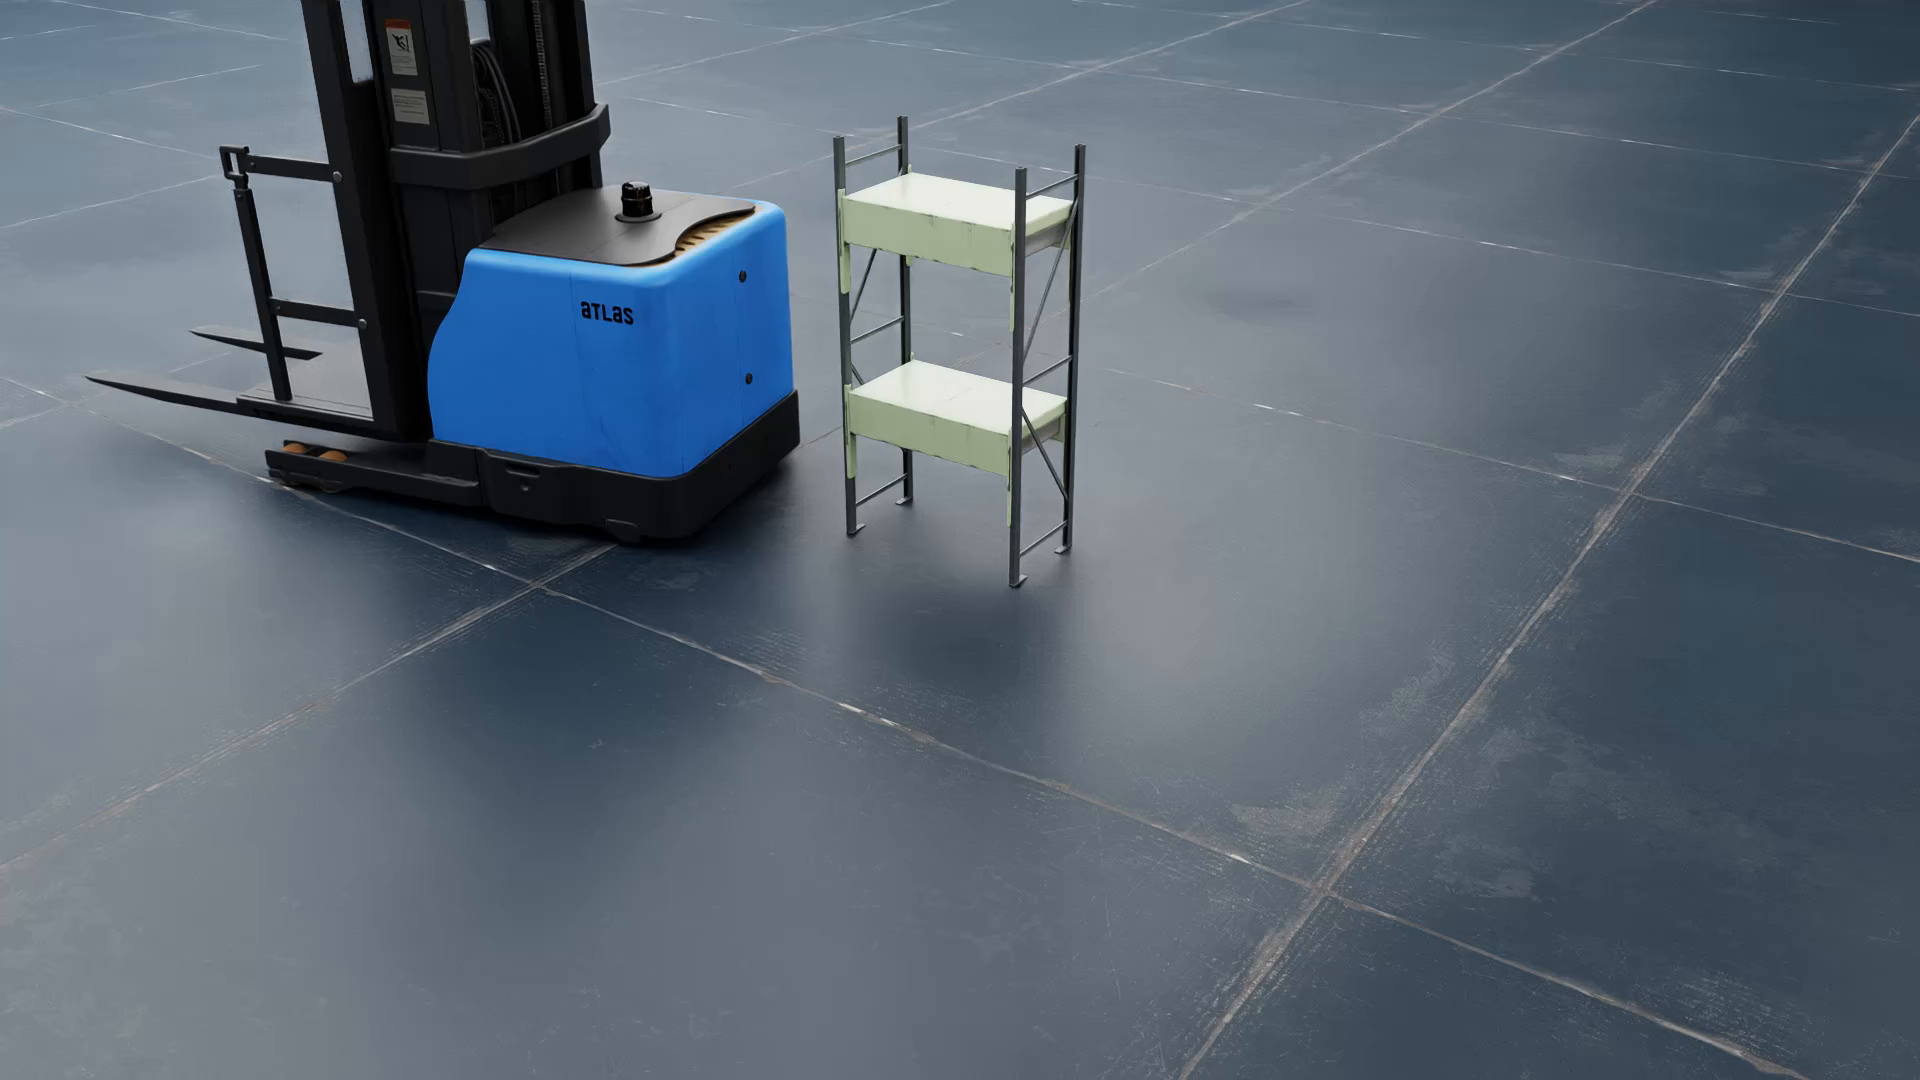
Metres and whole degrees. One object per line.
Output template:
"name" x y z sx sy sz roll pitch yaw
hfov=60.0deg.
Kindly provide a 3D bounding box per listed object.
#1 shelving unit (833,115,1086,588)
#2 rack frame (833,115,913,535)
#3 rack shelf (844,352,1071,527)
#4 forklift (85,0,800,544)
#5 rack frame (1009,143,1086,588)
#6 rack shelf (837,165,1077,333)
"shelving unit" -0.006 -0.670 5.913 0.755 1.500 0.431 17 32 30
"rack frame" -0.307 -0.764 6.098 0.023 1.500 0.400 17 32 30
"rack shelf" -0.006 -0.380 6.061 0.720 0.370 0.431 17 32 30
"forklift" -2.232 -1.703 6.364 3.031 2.935 1.130 10 29 19
"rack frame" 0.296 -0.576 5.729 0.023 1.500 0.400 17 32 30
"rack shelf" -0.006 -1.018 5.736 0.720 0.370 0.431 17 32 30
